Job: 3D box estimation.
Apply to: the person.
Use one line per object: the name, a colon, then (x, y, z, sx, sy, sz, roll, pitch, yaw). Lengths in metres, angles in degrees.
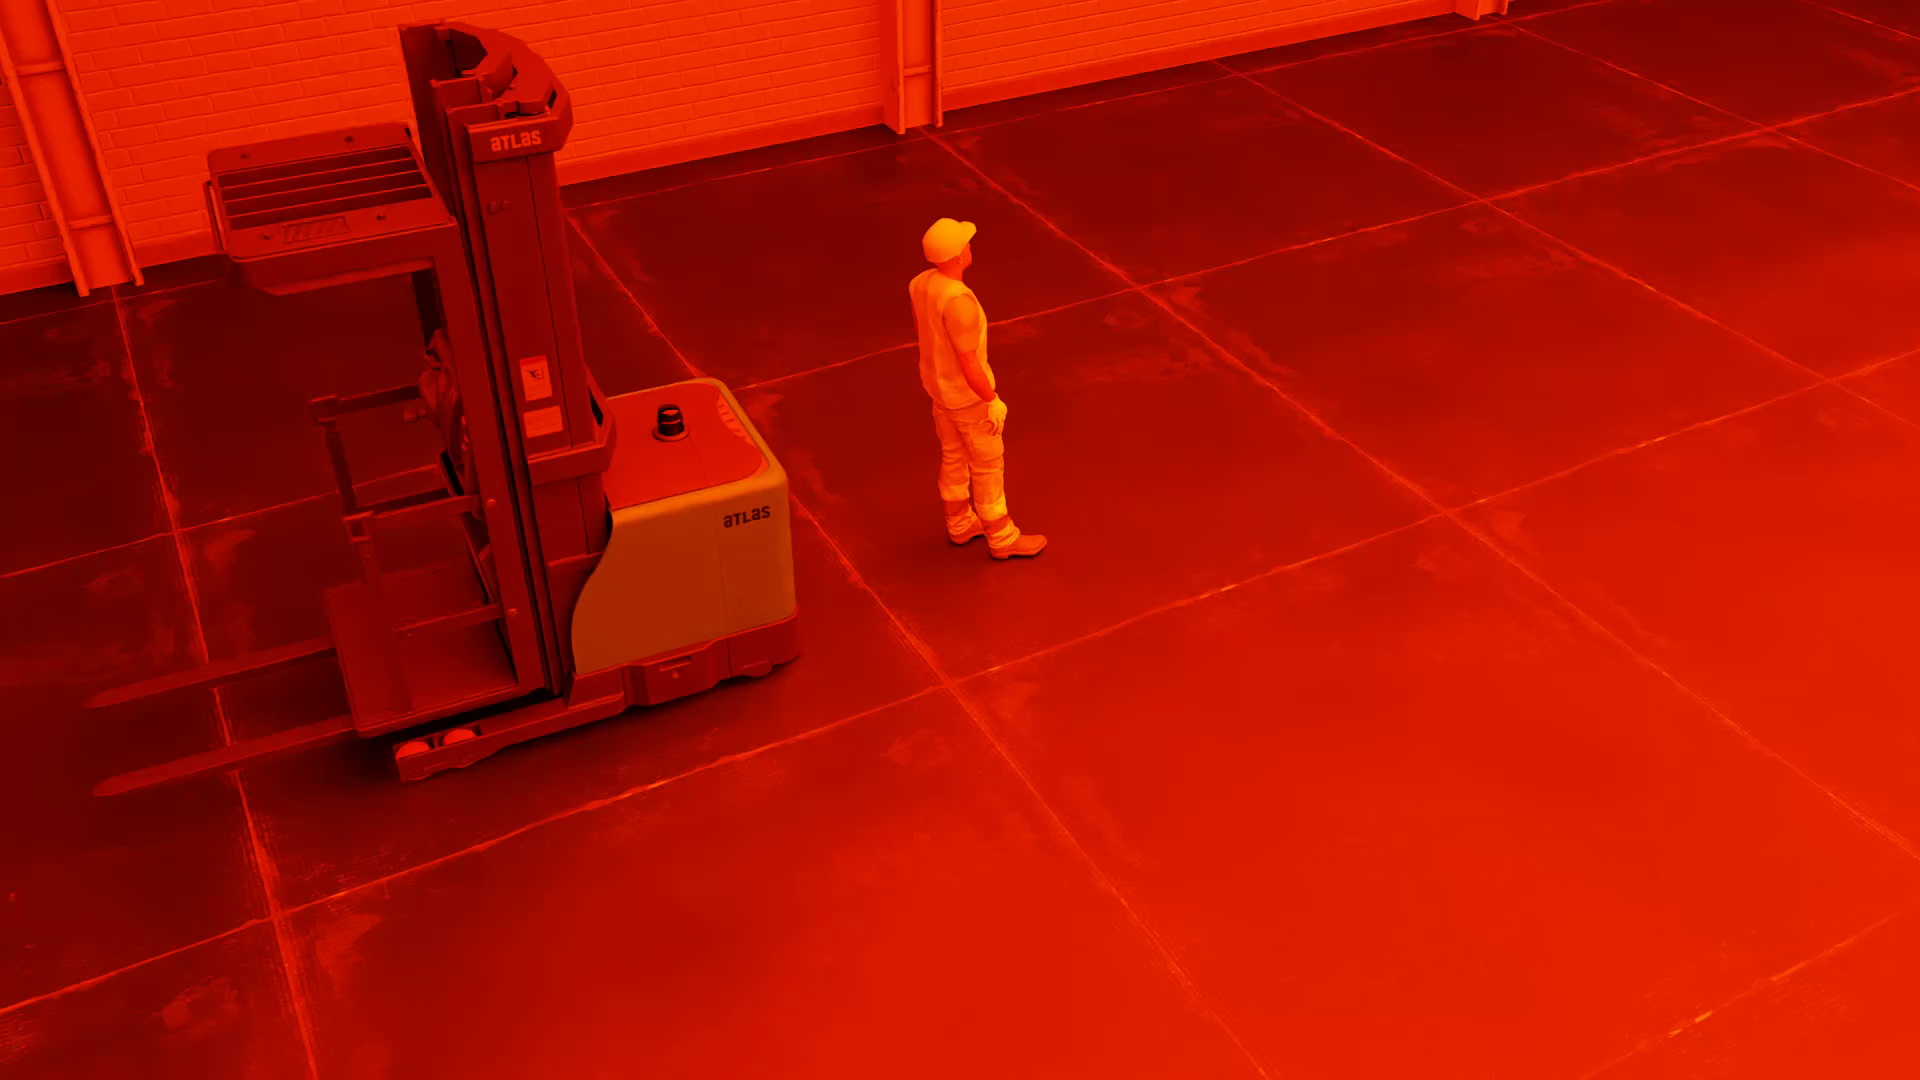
person: (0.076, -0.753, 8.165, 0.562, 1.789, 0.638, -17, 39, -23)

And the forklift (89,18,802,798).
forklift: (-2.303, -0.506, 6.839, 3.031, 2.935, 1.130, -15, 38, -20)
